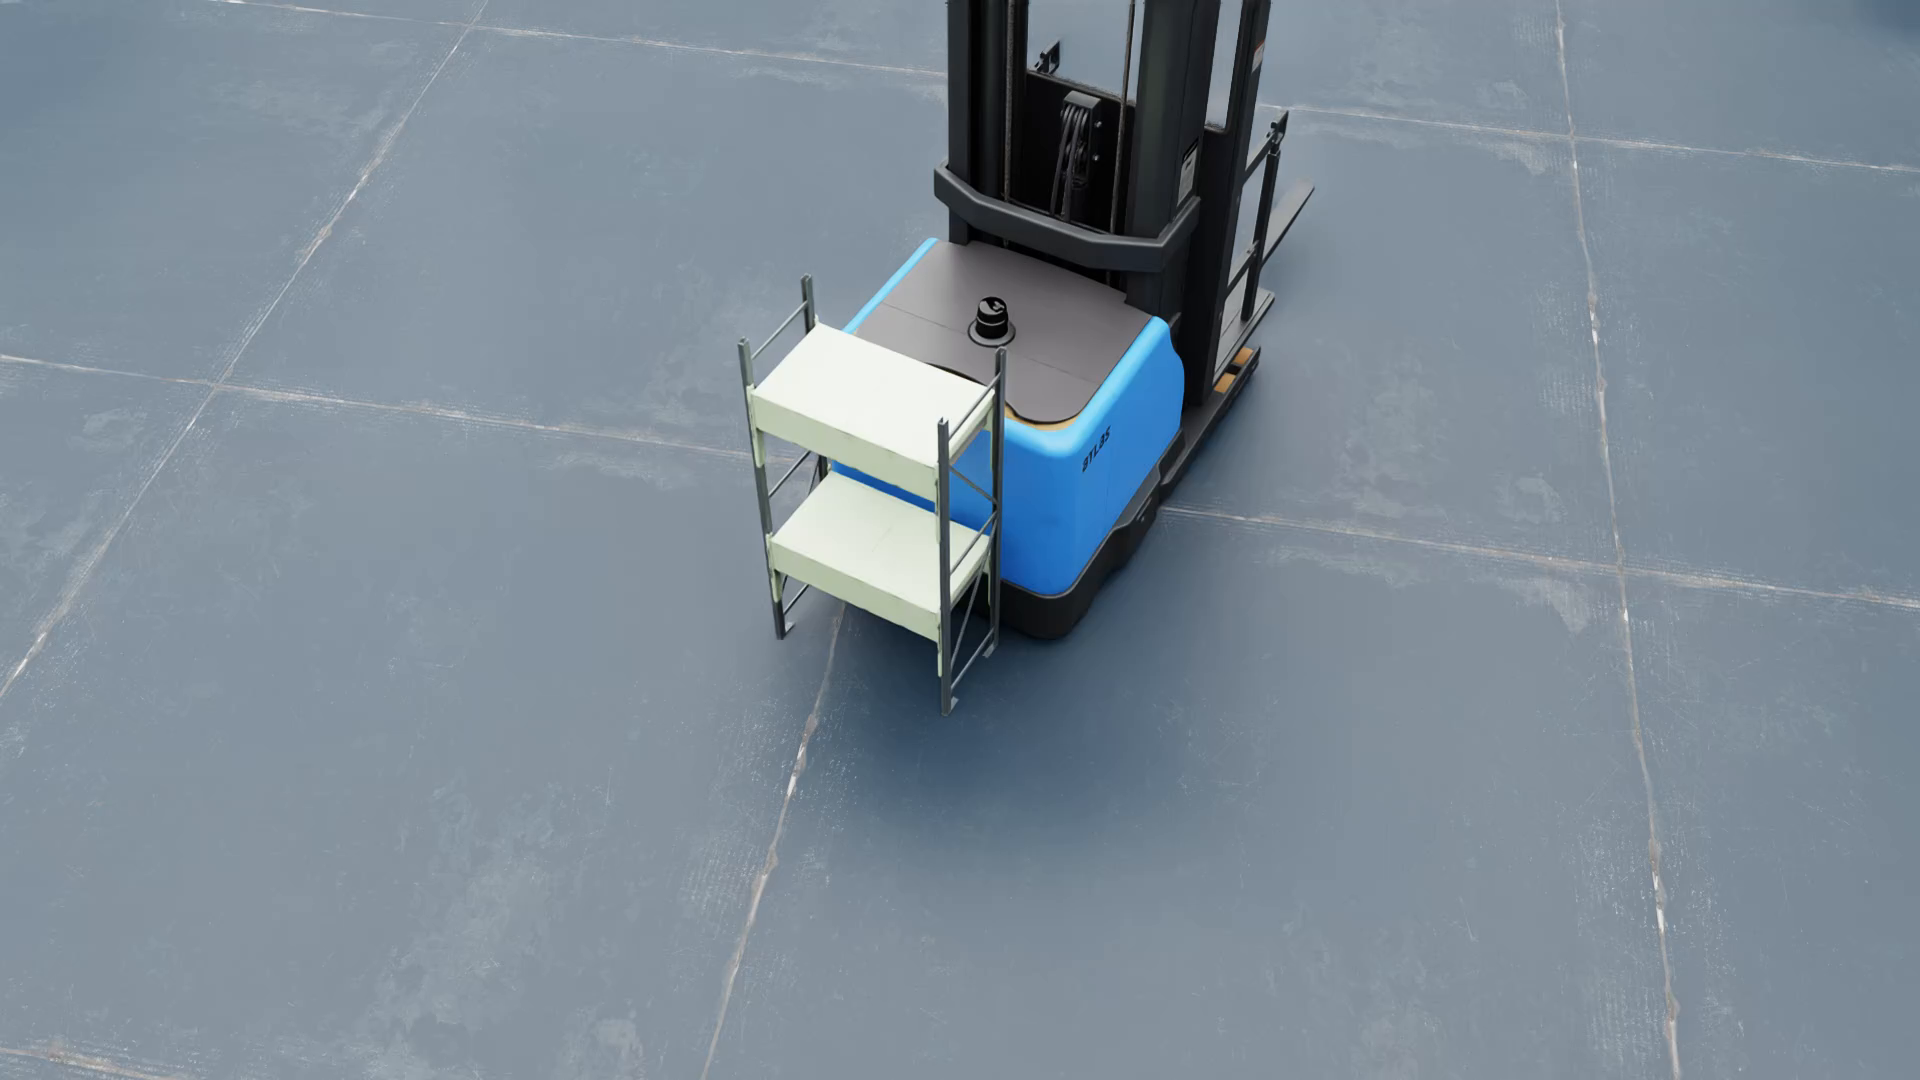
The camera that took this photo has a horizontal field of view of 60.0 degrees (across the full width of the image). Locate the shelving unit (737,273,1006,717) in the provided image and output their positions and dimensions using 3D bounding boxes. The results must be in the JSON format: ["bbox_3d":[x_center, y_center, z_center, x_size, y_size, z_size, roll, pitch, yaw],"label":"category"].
[{"bbox_3d":[-0.279,-0.114,5.816,0.755,1.500,0.431,23,52,19],"label":"shelving unit"}]

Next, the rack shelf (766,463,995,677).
[{"bbox_3d":[-0.279,0.104,6.058,0.720,0.370,0.431,23,52,19],"label":"rack shelf"}]

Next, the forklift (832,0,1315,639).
[{"bbox_3d":[0.664,-1.701,6.280,1.130,2.935,3.031,23,52,19],"label":"forklift"}]

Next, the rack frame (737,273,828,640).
[{"bbox_3d":[-0.597,-0.248,5.937,0.023,1.500,0.400,23,52,19],"label":"rack frame"}]

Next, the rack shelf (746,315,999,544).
[{"bbox_3d":[-0.279,-0.374,5.525,0.720,0.370,0.431,23,52,19],"label":"rack shelf"}]

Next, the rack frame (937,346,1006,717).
[{"bbox_3d":[0.039,0.021,5.695,0.023,1.500,0.400,23,52,19],"label":"rack frame"}]
